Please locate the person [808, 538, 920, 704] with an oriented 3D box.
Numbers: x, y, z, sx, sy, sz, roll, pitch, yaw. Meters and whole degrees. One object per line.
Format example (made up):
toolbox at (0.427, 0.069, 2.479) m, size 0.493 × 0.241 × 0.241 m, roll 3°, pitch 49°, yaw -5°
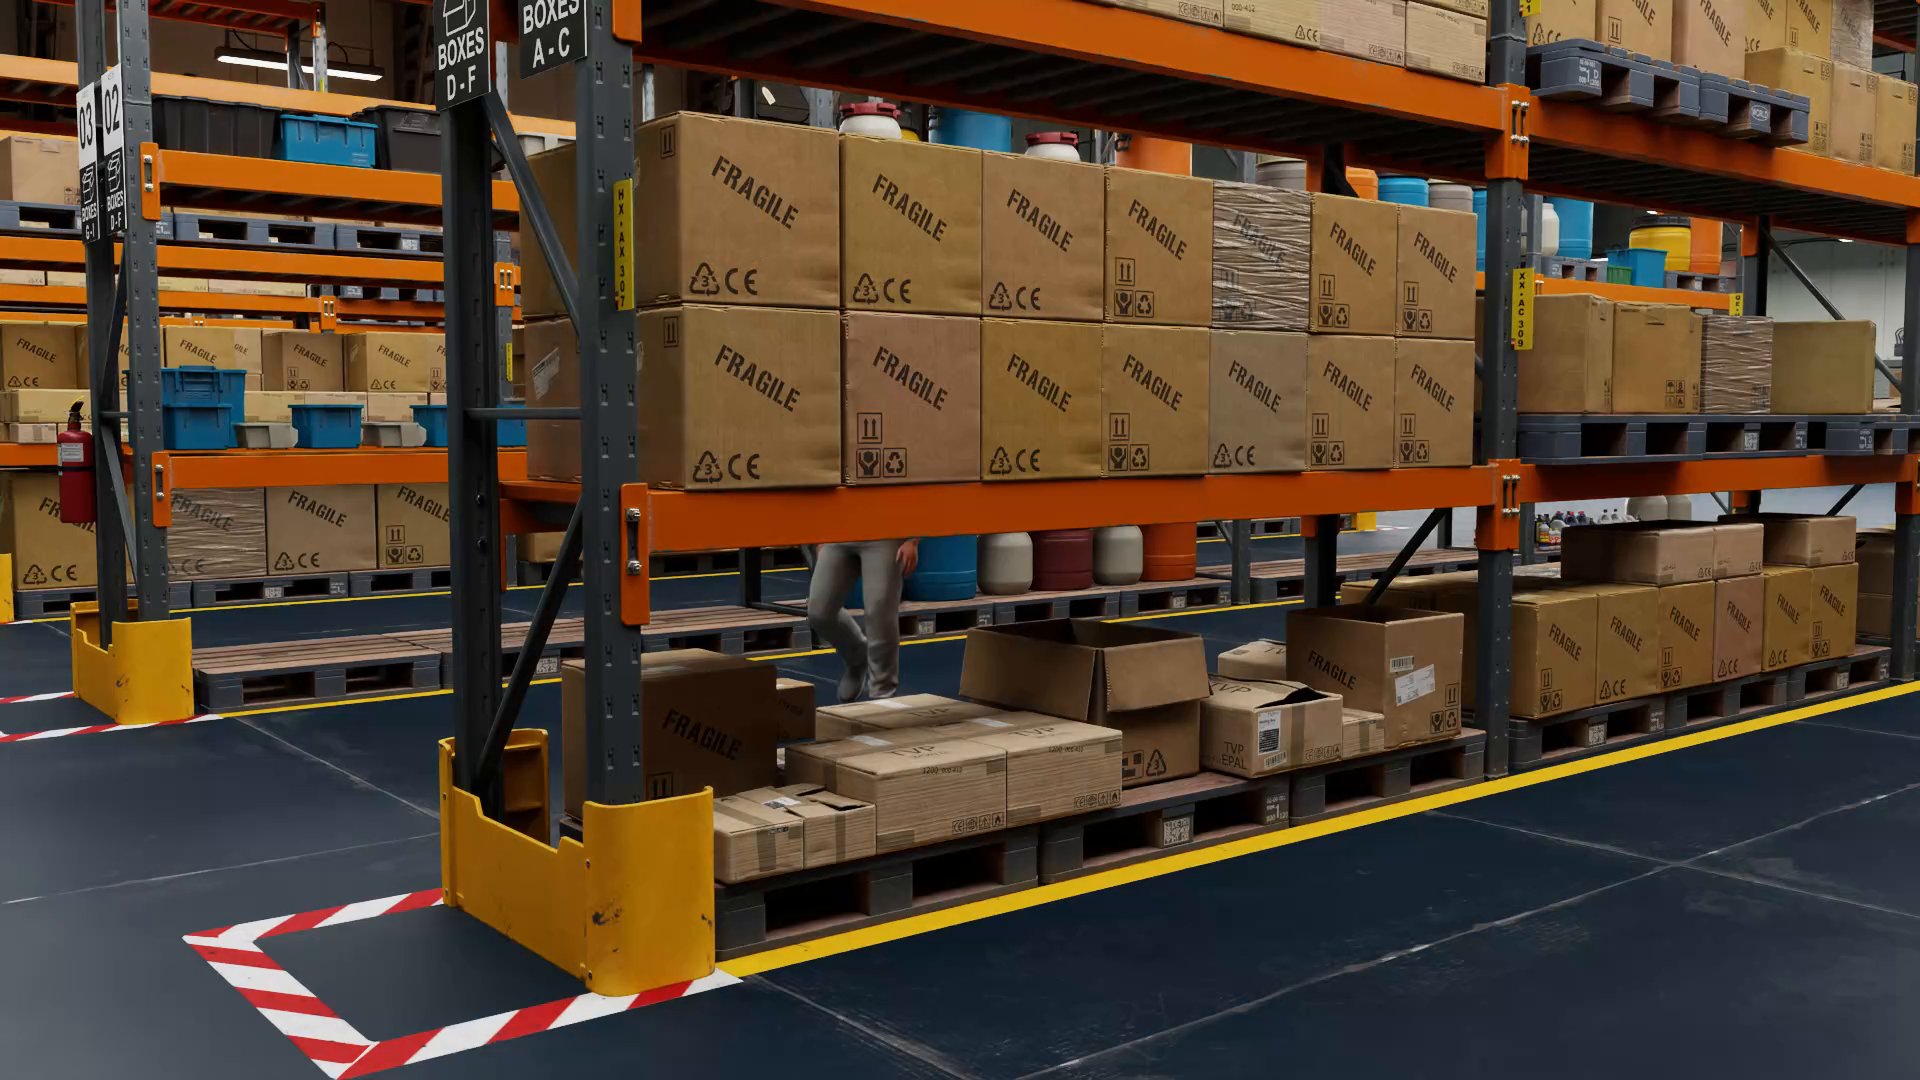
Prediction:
person at (-0.450, -0.006, 8.245) m, size 0.589 × 1.743 × 0.654 m, roll 2°, pitch 5°, yaw 24°
